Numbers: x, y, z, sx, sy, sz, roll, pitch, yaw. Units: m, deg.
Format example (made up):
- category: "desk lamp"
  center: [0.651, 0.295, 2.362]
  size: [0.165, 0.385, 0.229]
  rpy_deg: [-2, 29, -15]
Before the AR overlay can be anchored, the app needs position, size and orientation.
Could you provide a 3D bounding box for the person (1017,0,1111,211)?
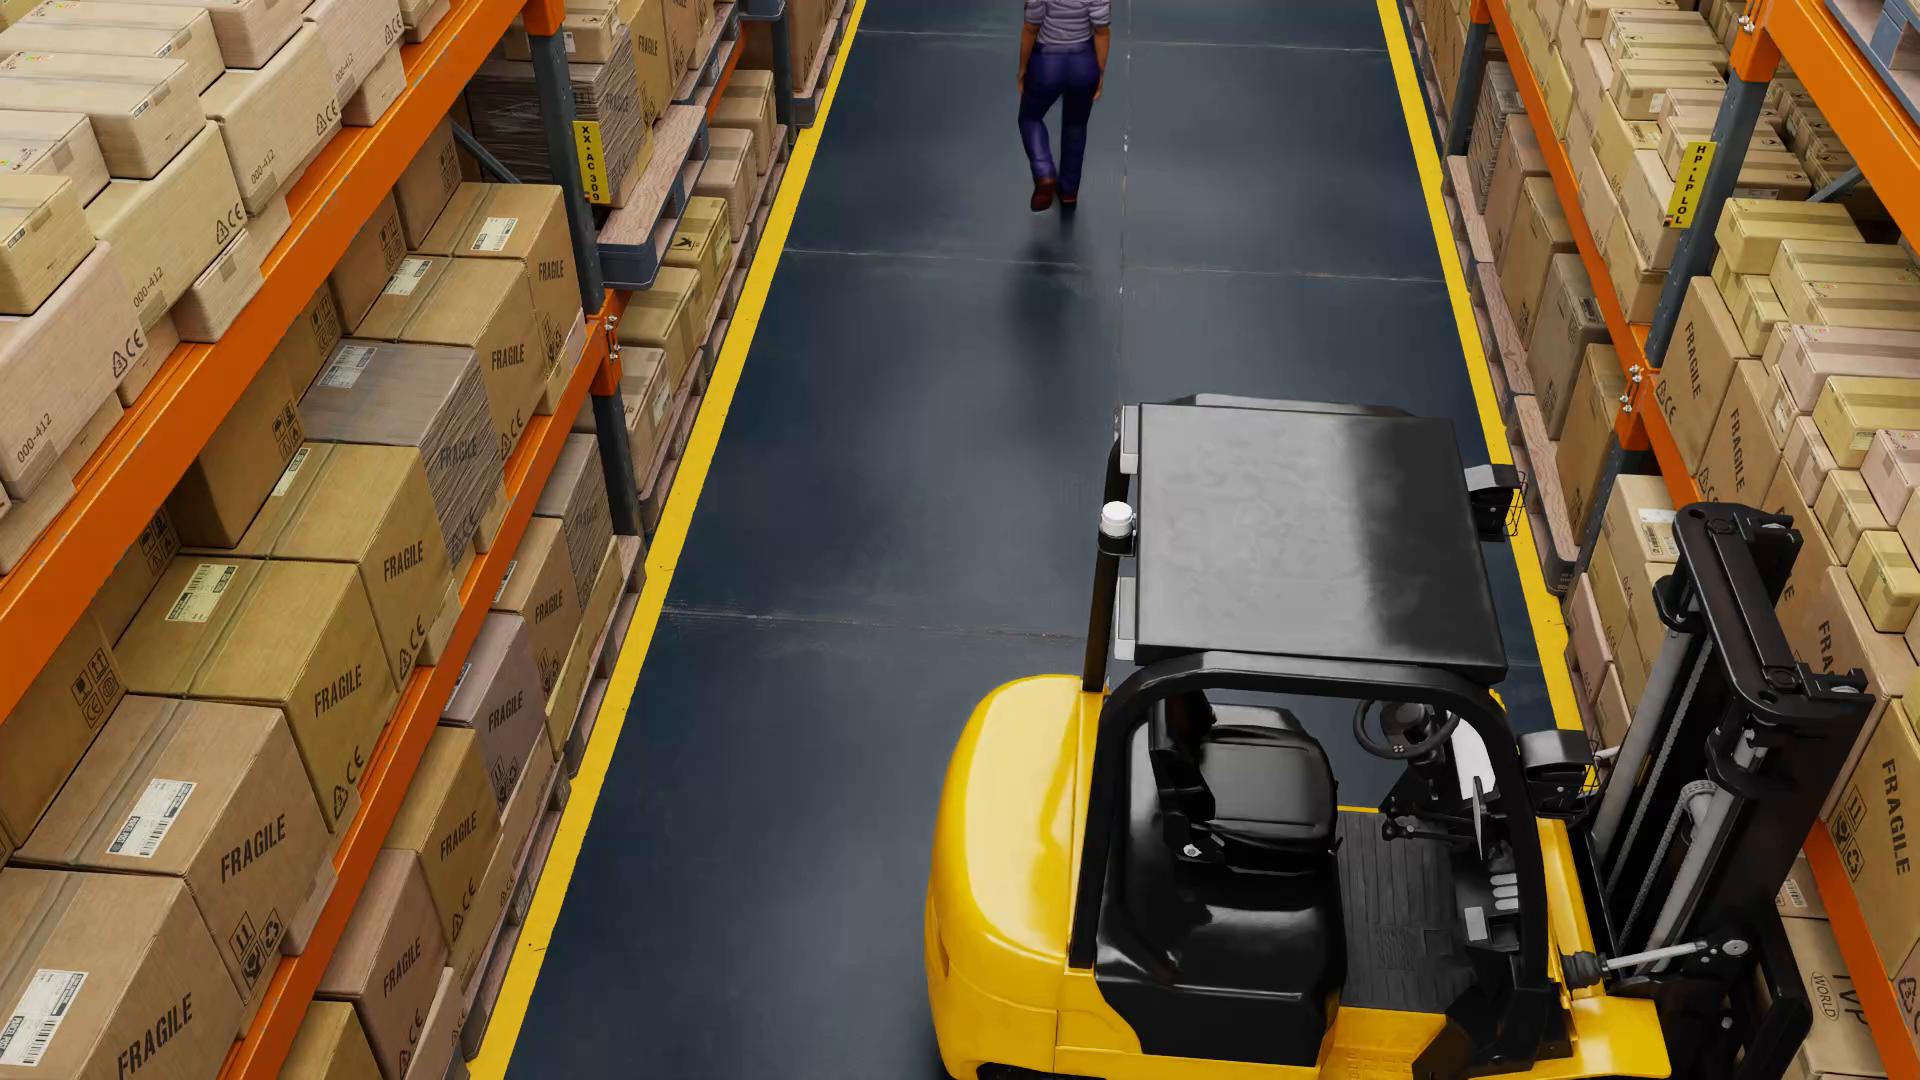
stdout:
- category: "person"
  center: [0.567, -2.583, 9.174]
  size: [0.491, 1.635, 0.541]
  rpy_deg: [-3, 40, -4]
